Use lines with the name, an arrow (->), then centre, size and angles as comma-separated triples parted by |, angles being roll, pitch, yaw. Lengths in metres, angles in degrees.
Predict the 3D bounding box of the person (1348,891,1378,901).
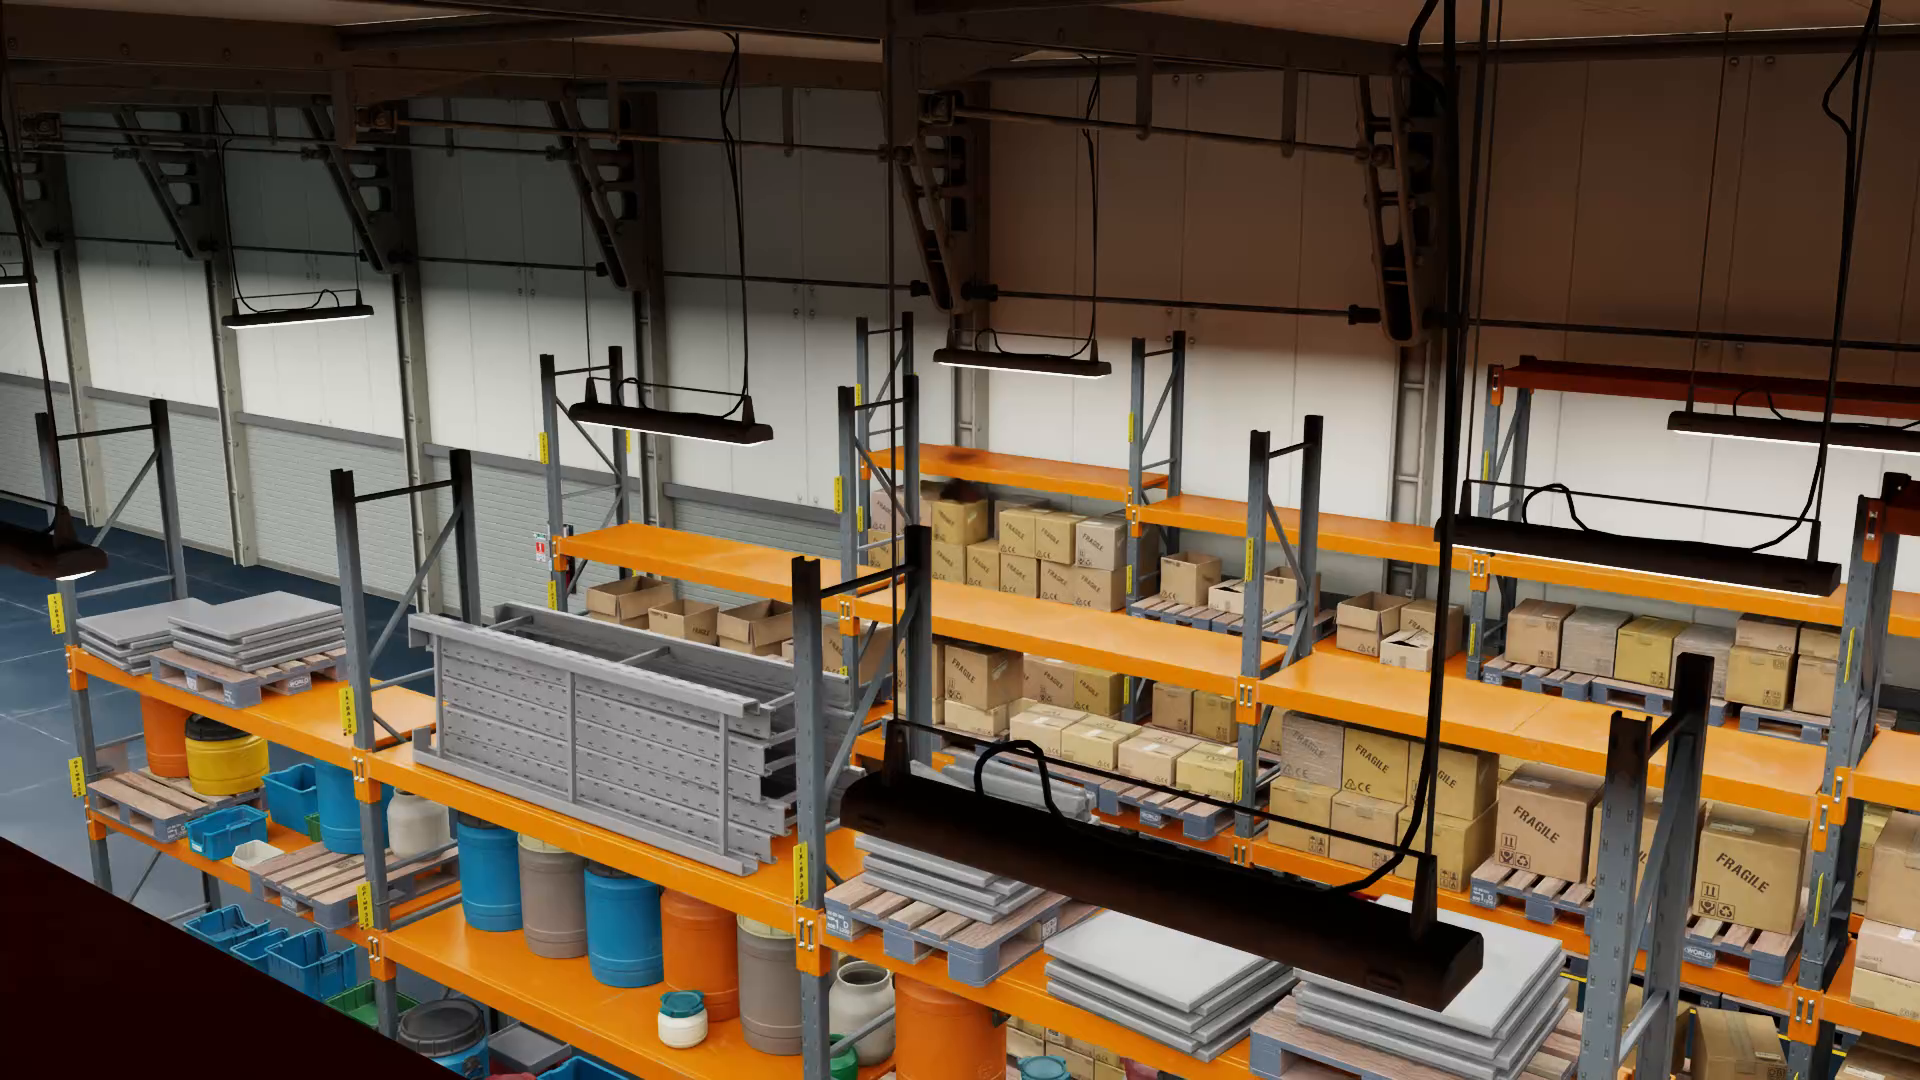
person -> 3.832, 3.665, 15.769 | 1.086, 1.674, 0.569 | 8, 15, 32
